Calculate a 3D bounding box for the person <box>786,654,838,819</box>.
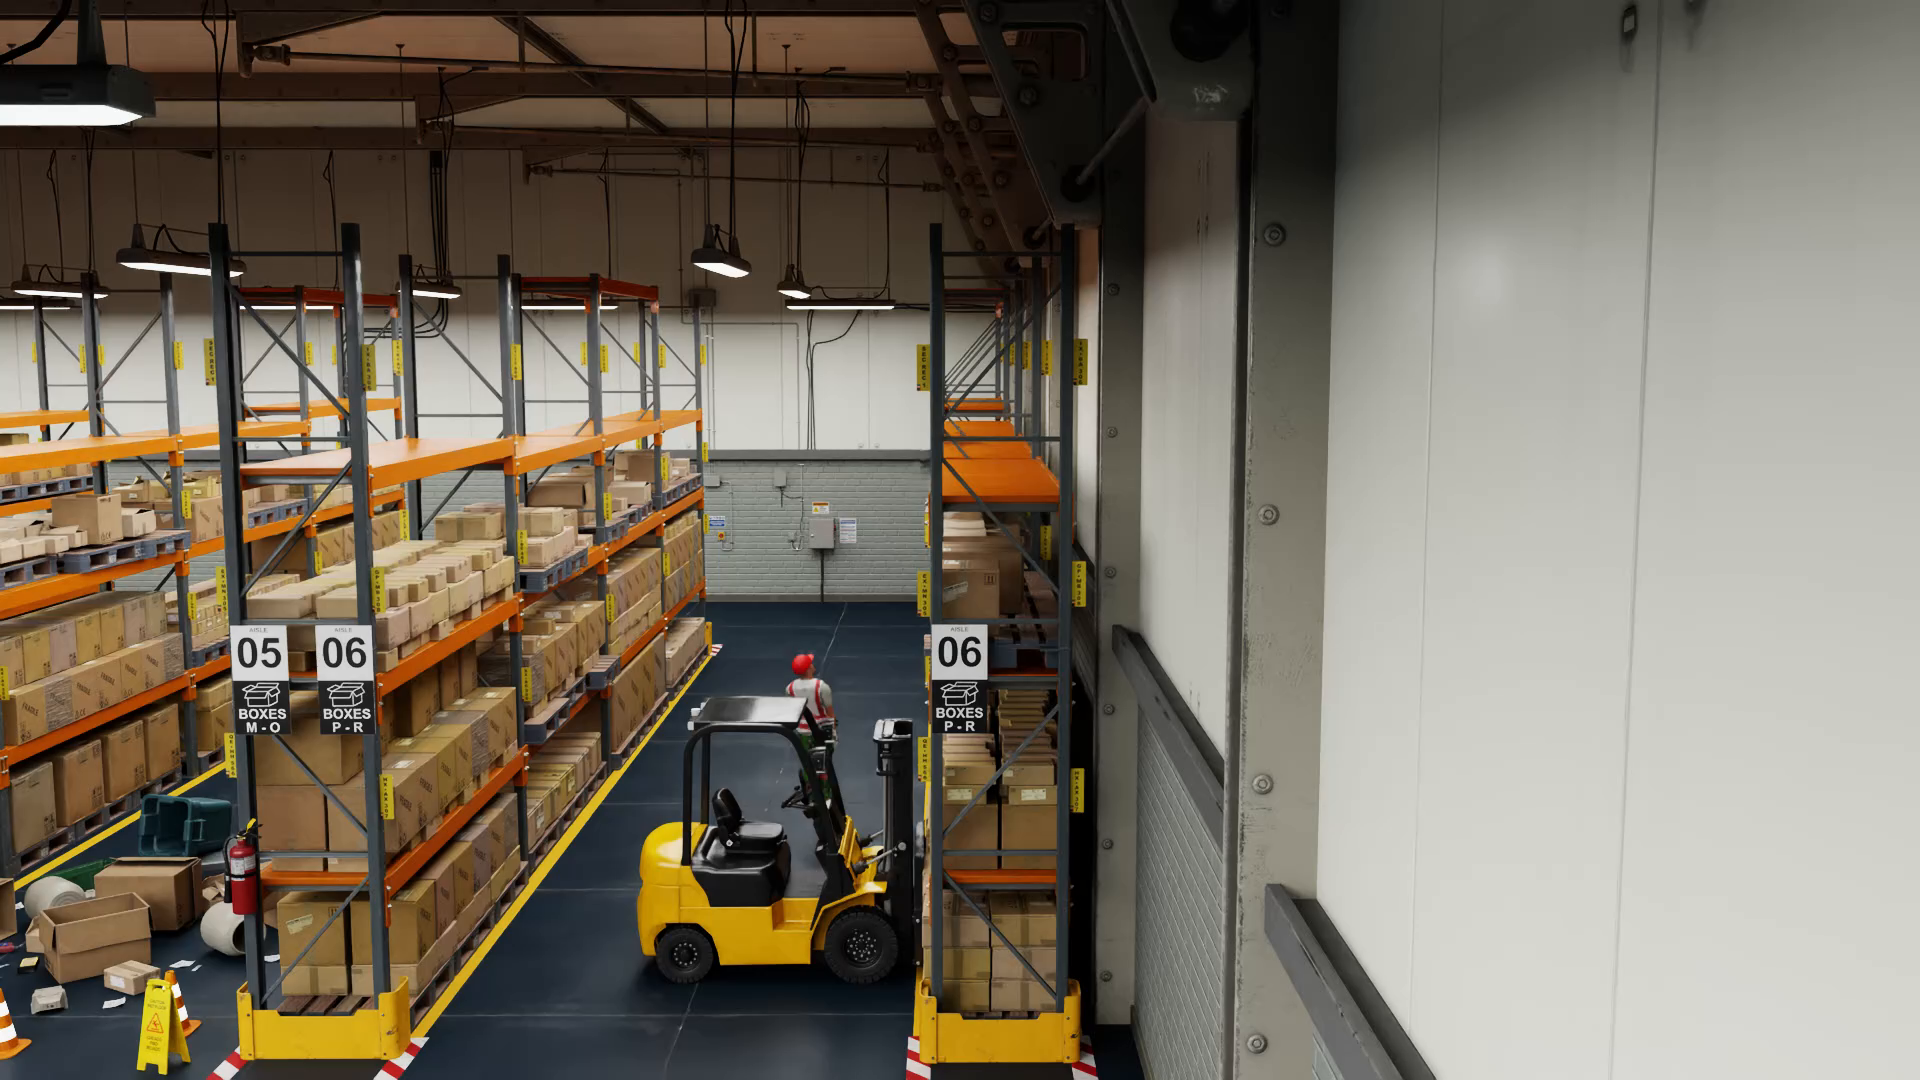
[{"bbox_3d":[-1.584,2.071,17.710,0.523,1.790,0.639,-2,7,-13],"label":"person"}]
